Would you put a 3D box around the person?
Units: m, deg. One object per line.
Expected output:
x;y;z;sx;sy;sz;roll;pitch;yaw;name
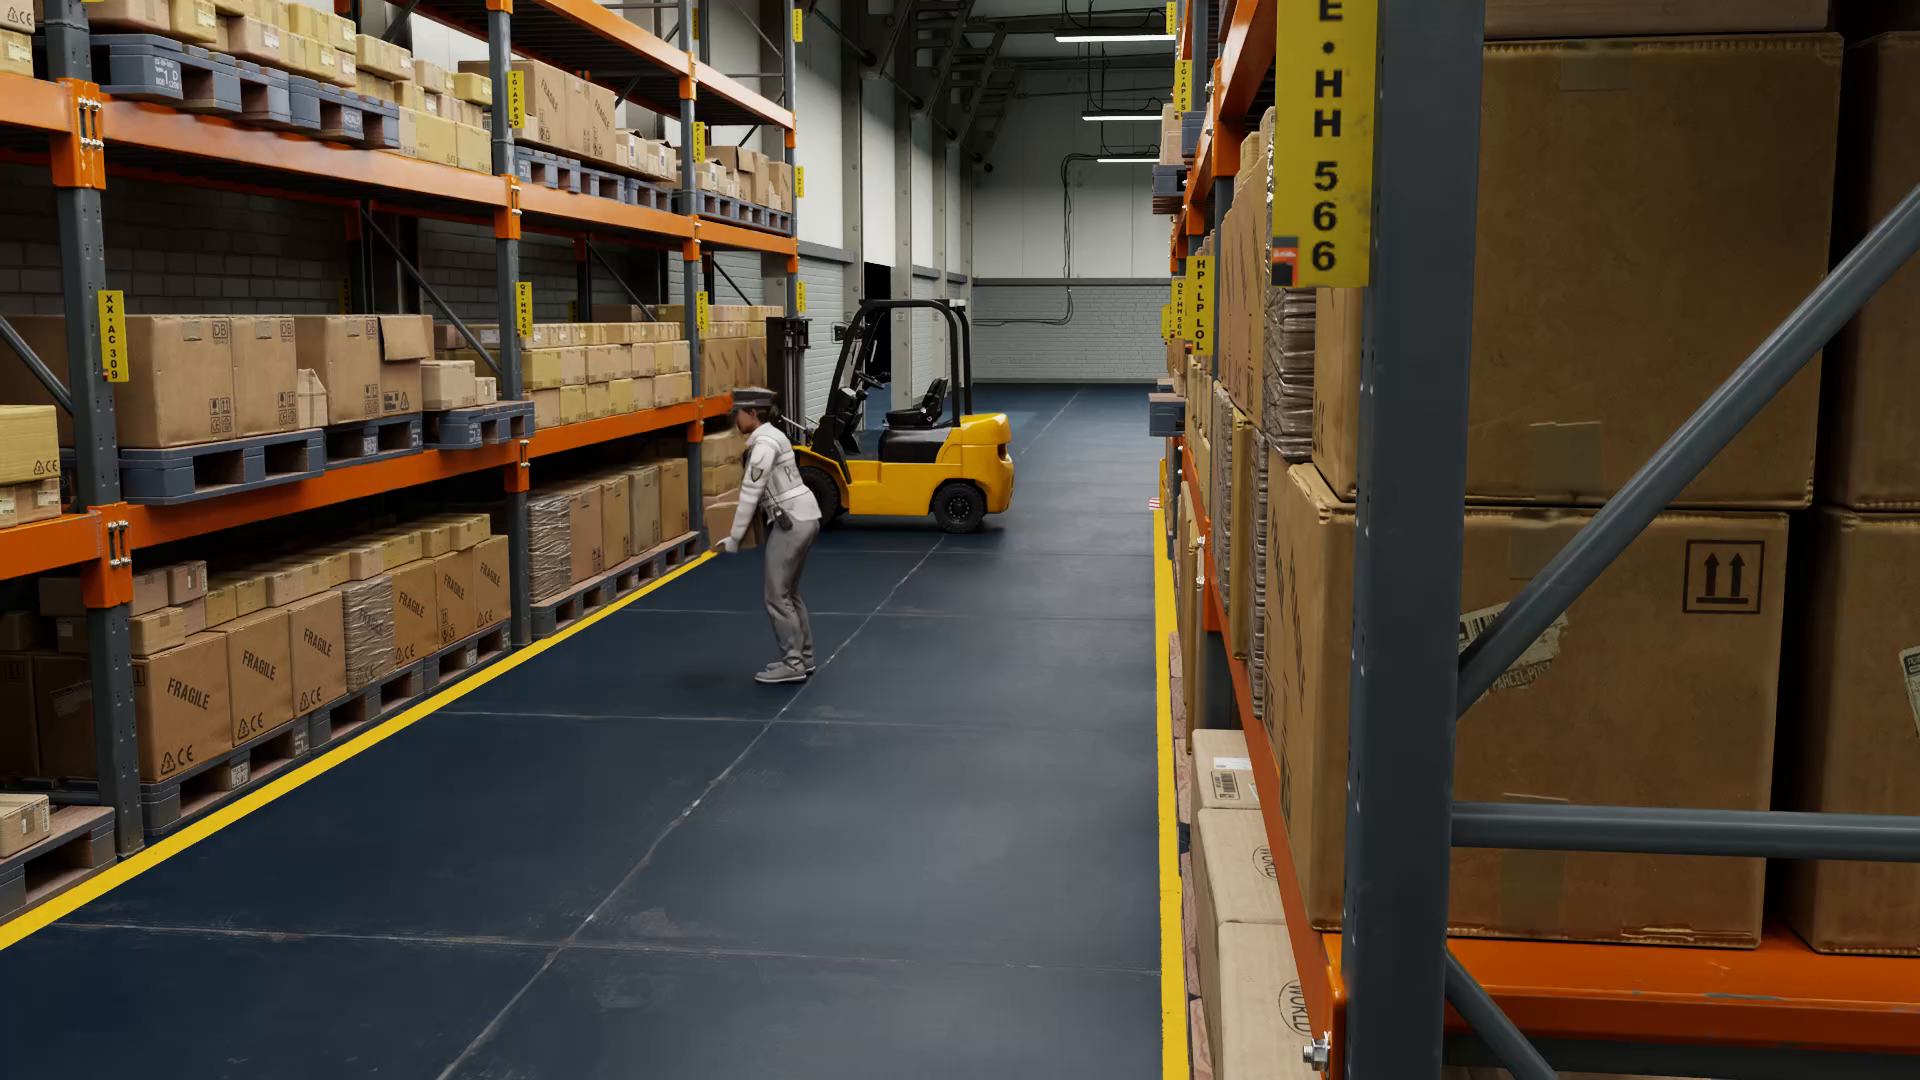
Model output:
-1.049;-0.032;9.192;0.559;1.630;0.412;1;8;5;person
